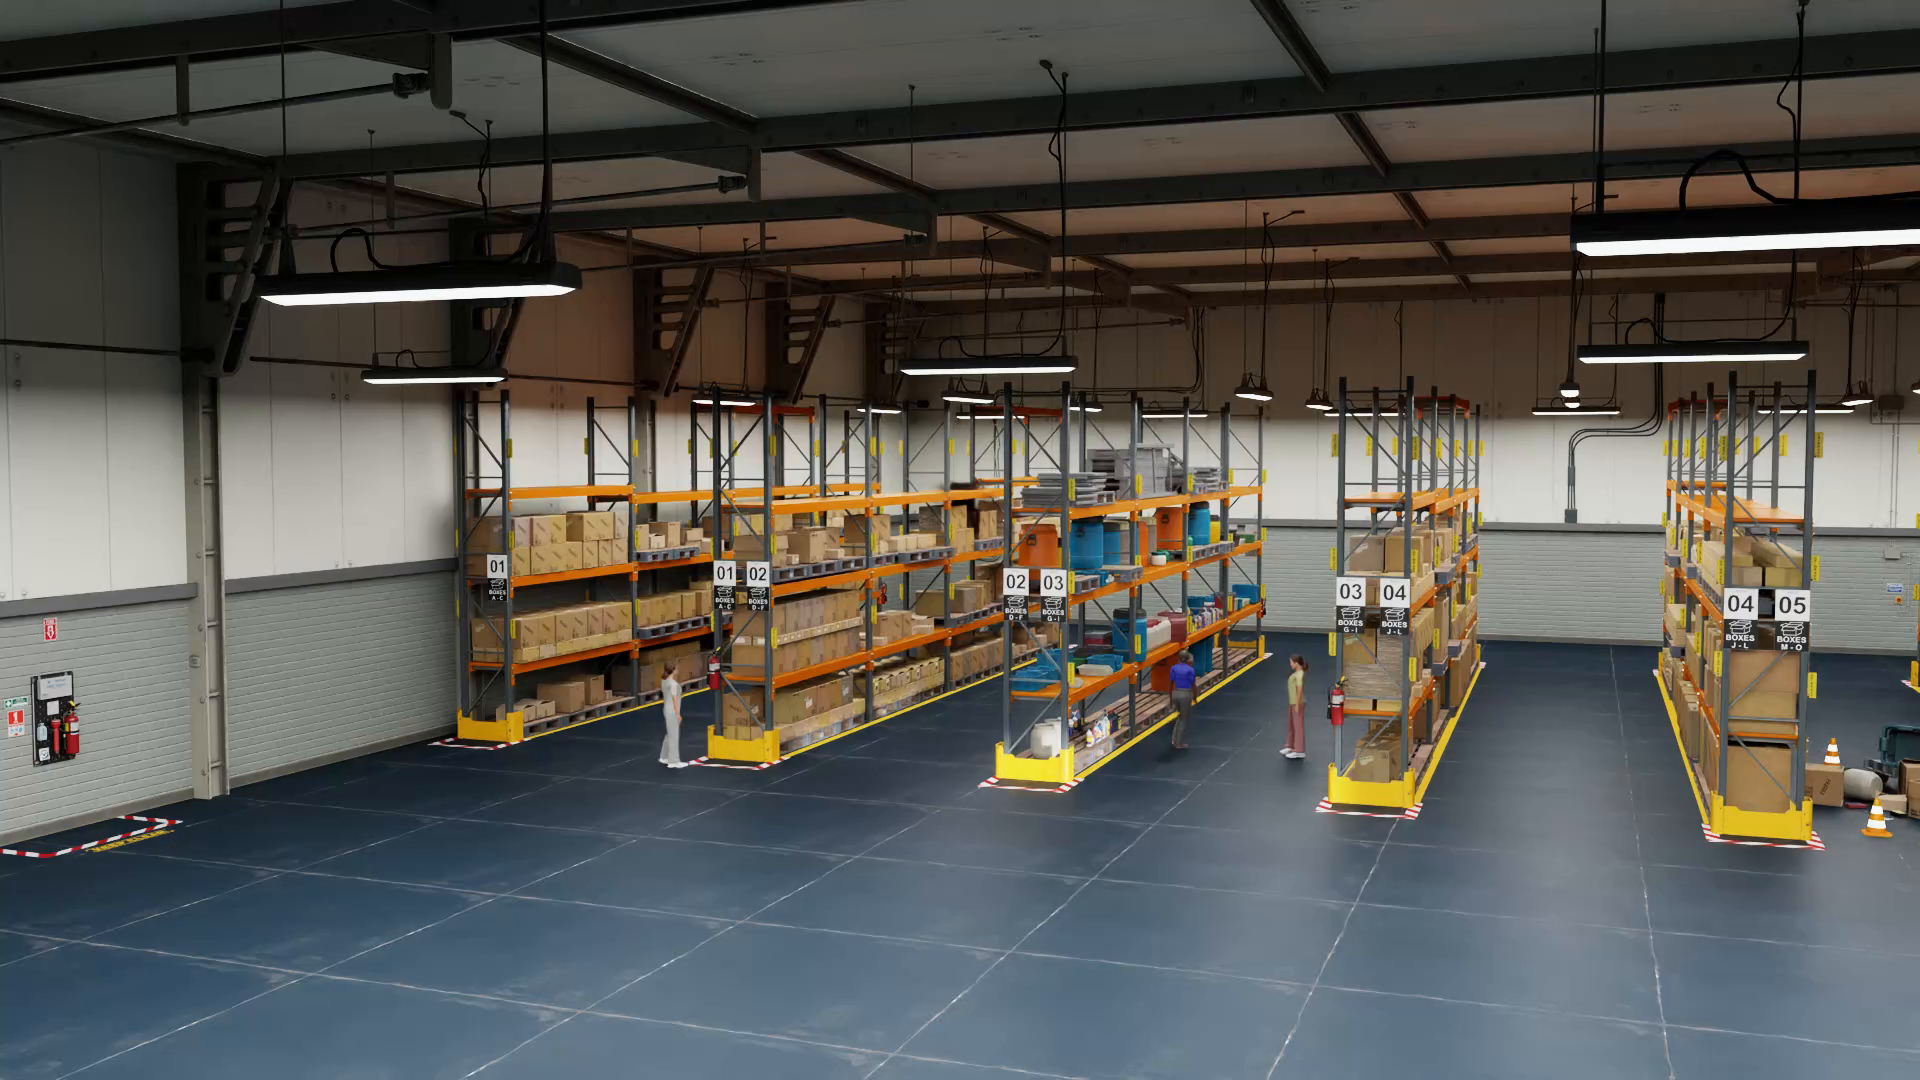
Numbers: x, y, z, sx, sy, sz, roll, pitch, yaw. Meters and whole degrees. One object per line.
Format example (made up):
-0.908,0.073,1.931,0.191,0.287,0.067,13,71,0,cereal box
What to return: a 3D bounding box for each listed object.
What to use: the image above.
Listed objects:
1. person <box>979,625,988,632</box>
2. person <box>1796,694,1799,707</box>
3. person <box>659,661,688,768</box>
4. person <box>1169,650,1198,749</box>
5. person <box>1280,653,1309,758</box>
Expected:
0.581,1.667,44.639,0.570,1.715,1.034,1,3,23,person
16.098,2.380,32.113,0.562,1.726,0.417,-3,4,-39,person
-4.505,2.747,26.152,0.406,1.708,0.541,-1,3,-19,person
3.739,2.652,27.618,0.433,1.676,0.438,-2,4,-37,person
5.432,2.672,26.998,0.438,1.676,0.499,0,3,4,person
